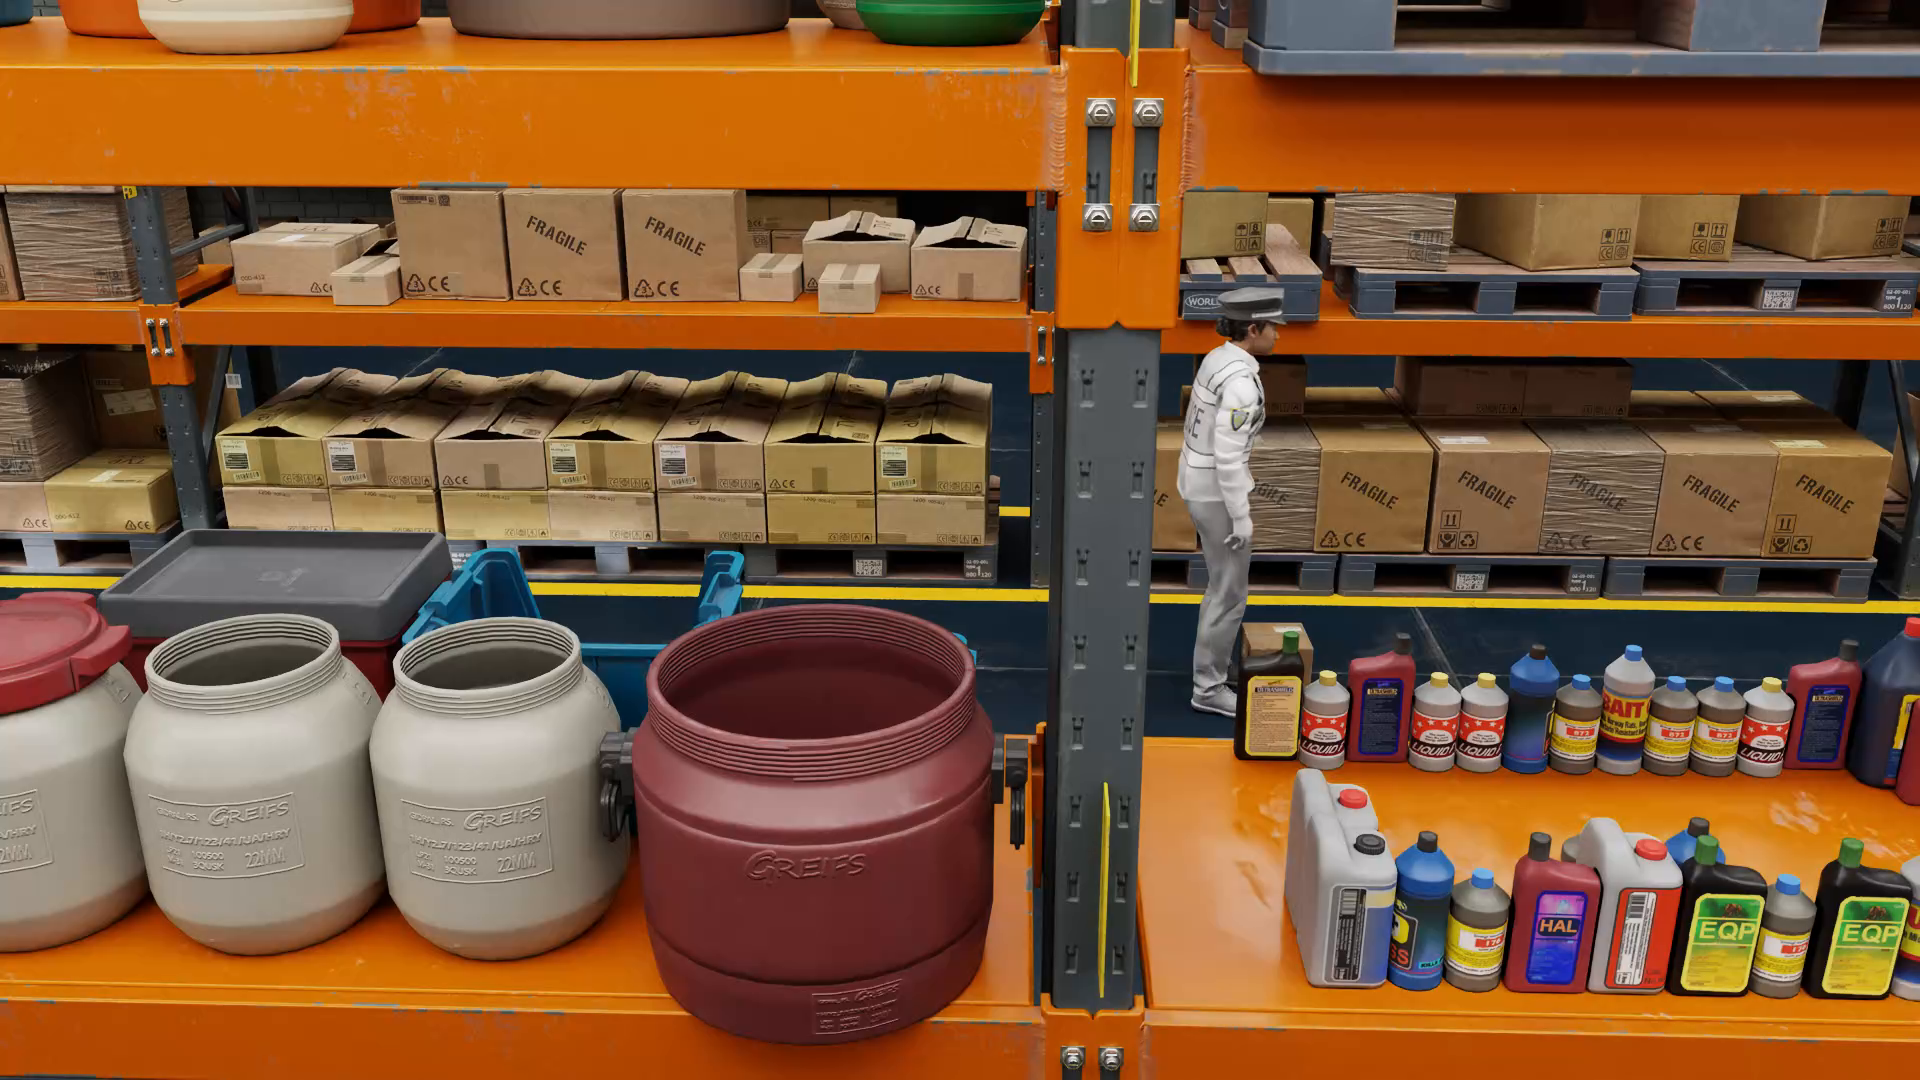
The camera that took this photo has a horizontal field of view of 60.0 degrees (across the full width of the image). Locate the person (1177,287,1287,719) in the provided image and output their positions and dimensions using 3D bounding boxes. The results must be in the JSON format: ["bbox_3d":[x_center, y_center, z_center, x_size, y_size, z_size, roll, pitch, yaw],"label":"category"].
[{"bbox_3d":[1.054,-0.159,6.493,0.404,1.663,0.532,0,21,1],"label":"person"}]
